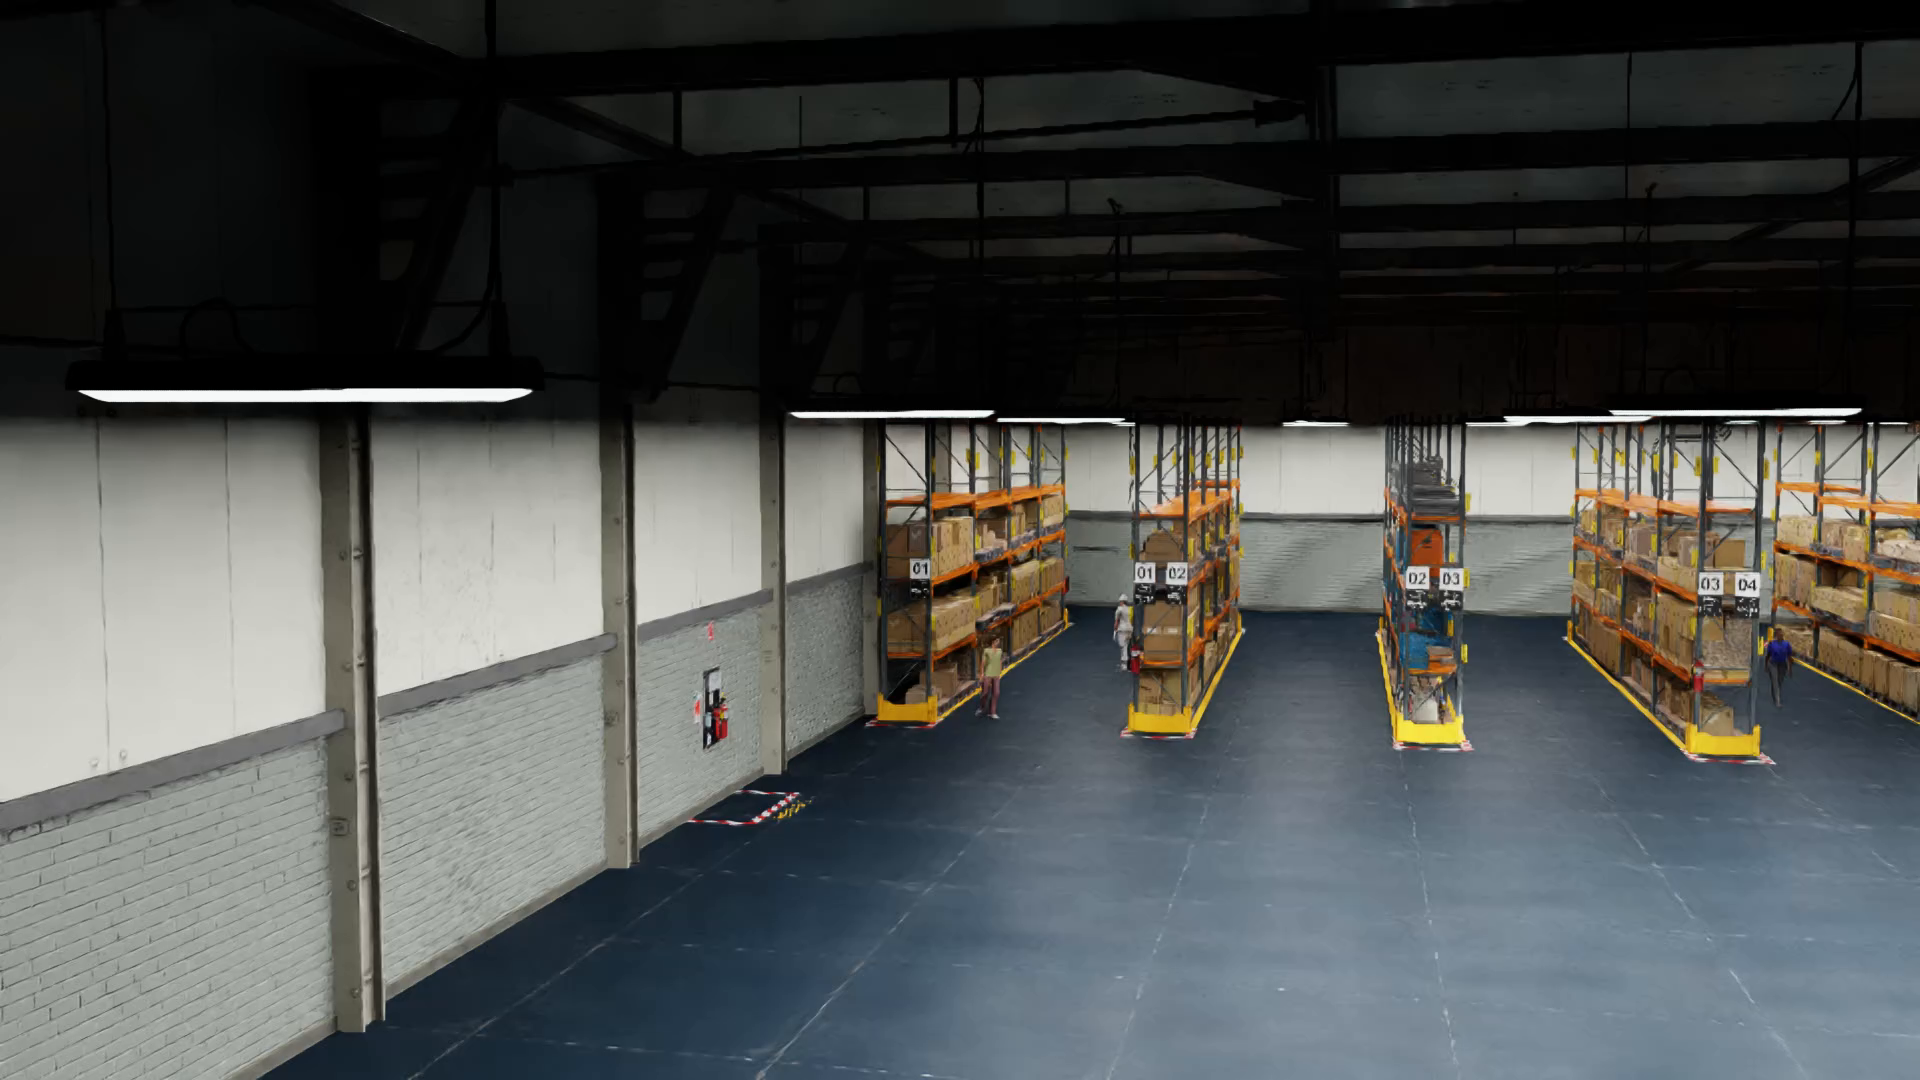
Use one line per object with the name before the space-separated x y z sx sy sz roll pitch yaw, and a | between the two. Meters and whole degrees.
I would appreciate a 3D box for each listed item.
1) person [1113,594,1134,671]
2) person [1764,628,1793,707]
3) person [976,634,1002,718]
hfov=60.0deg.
person | 3.829 2.167 39.148 0.575 1.785 0.655 4 5 43
person | 16.844 2.605 34.189 0.461 1.596 0.989 1 4 12
person | 0.581 2.675 32.852 0.513 1.659 0.532 -2 4 -23
